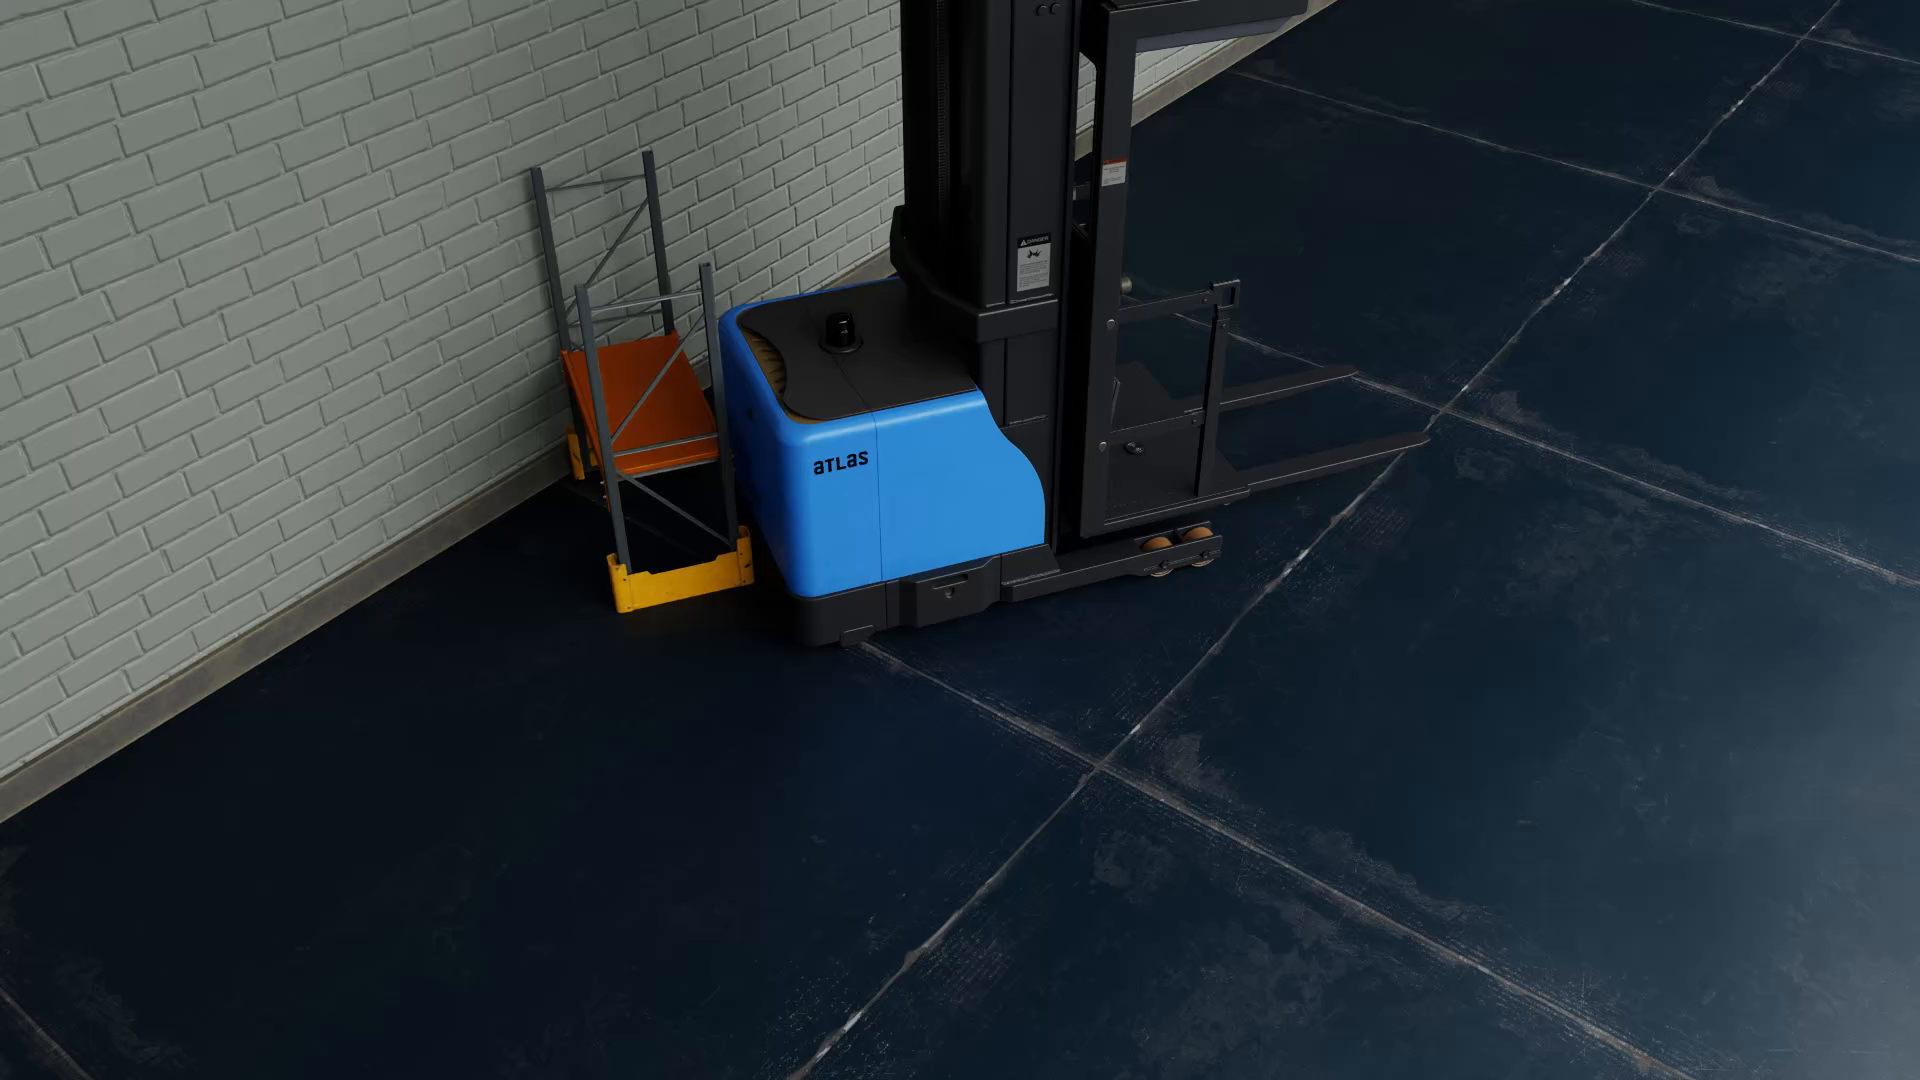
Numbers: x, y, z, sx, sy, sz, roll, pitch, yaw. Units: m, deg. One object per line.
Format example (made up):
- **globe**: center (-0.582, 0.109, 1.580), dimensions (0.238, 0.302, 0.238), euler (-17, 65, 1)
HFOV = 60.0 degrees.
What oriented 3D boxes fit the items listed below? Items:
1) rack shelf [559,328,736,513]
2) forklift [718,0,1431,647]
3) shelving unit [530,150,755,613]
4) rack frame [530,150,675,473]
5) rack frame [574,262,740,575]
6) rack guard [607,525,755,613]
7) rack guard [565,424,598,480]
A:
- **rack shelf**: center (-1.327, -0.524, 6.994), dimensions (0.538, 0.185, 1.000), euler (-13, 40, -16)
- **forklift**: center (0.582, -1.290, 6.521), dimensions (3.031, 2.935, 1.130), euler (-13, 40, -16)
- **shelving unit**: center (-1.324, -0.660, 6.876), dimensions (0.587, 1.500, 1.083), euler (-13, 40, -16)
- **rack frame**: center (-1.503, -0.959, 7.259), dimensions (0.500, 1.500, 0.032), euler (-13, 40, -16)
- **rack frame**: center (-1.151, -0.371, 6.508), dimensions (0.500, 1.500, 0.032), euler (-13, 40, -16)
- **rack guard**: center (-1.152, 0.120, 6.894), dimensions (0.587, 0.250, 0.087), euler (-13, 40, -16)
- **rack guard**: center (-1.496, -0.456, 7.630), dimensions (0.587, 0.250, 0.087), euler (-13, 40, -16)
